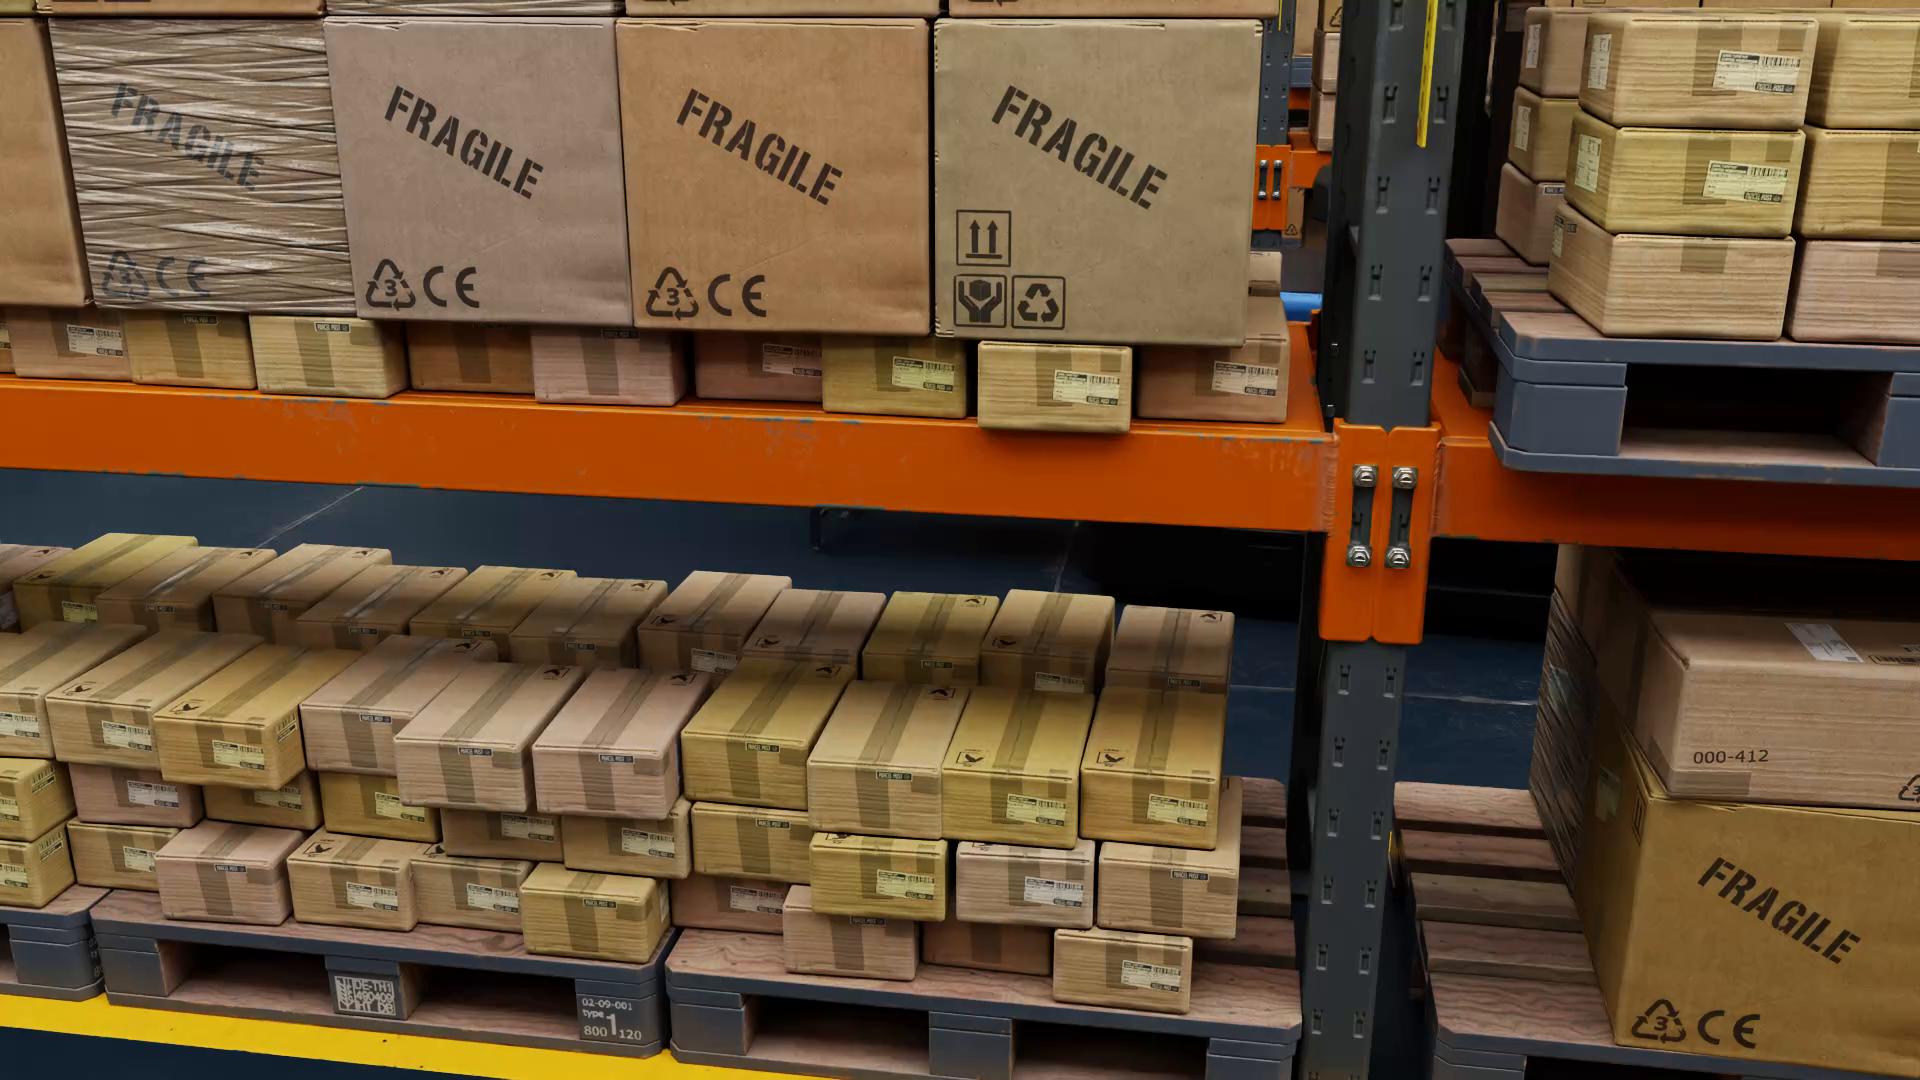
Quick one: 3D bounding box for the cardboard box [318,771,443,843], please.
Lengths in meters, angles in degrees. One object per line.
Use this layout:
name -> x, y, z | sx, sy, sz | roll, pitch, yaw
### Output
cardboard box -> -1.135, 0.475, 3.517 | 0.250, 0.149, 0.380 | 4, 19, 11

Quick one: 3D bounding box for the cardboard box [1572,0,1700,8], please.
cardboard box -> 2.844, -2.428, 7.099 | 0.500, 0.500, 0.500 | 2, 19, 7

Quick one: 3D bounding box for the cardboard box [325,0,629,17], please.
cardboard box -> -0.753, -1.162, 2.846 | 0.500, 0.500, 0.500 | 3, 19, 10

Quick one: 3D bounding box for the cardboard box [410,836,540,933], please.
cardboard box -> -0.942, 0.648, 3.471 | 0.250, 0.149, 0.380 | 3, 19, 10

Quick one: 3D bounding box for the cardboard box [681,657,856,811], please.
cardboard box -> -0.374, 0.380, 3.332 | 0.250, 0.149, 0.380 | 4, 19, 10

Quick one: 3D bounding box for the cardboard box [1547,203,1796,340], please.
cardboard box -> 1.084, -0.422, 2.570 | 0.250, 0.149, 0.380 | 2, 19, 6

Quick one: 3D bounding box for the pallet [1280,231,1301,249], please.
pallet -> 3.046, -2.265, 12.741 | 1.213, 0.211, 1.003 | 3, 19, 9

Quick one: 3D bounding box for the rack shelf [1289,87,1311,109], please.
rack shelf -> 4.212, -3.175, 12.199 | 4.000, 0.370, 1.077 | 3, 19, 9

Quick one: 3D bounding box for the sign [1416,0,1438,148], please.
sign -> 0.690, -0.746, 2.441 | 0.005, 0.325, 0.100 | 3, 19, 9

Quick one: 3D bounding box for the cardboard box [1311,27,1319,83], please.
cardboard box -> 1.927, -2.282, 7.843 | 0.500, 0.250, 0.500 | 3, 19, 9

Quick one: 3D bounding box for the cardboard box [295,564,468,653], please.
cardboard box -> -1.341, 0.192, 3.896 | 0.250, 0.149, 0.380 | 2, 19, 7

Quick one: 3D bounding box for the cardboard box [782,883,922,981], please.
cardboard box -> -0.187, 0.702, 3.310 | 0.250, 0.149, 0.380 | 2, 19, 7

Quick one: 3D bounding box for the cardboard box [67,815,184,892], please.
cardboard box -> -1.695, 0.601, 3.612 | 0.250, 0.149, 0.380 | 3, 19, 9

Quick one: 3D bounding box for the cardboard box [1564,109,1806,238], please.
cardboard box -> 1.084, -0.563, 2.523 | 0.250, 0.149, 0.380 | 3, 19, 10

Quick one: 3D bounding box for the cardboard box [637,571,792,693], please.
cardboard box -> -0.559, 0.209, 3.846 | 0.250, 0.149, 0.380 | 3, 19, 10

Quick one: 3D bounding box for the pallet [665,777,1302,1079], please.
pallet -> 0.099, 0.794, 3.598 | 1.213, 0.211, 1.003 | 3, 19, 9

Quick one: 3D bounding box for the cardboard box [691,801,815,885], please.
cardboard box -> -0.362, 0.529, 3.358 | 0.250, 0.149, 0.380 | 3, 19, 9

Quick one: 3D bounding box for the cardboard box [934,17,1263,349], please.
cardboard box -> 0.246, -0.630, 2.832 | 0.500, 0.500, 0.500 | 3, 19, 9

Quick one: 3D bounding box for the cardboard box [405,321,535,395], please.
cardboard box -> -0.843, -0.393, 3.147 | 0.250, 0.149, 0.380 | 3, 19, 8

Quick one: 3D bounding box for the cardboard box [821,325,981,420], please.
cardboard box -> -0.077, -0.339, 2.984 | 0.250, 0.149, 0.380 | 4, 19, 11

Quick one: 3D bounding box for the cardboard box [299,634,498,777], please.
cardboard box -> -1.152, 0.339, 3.456 | 0.250, 0.149, 0.380 | 3, 19, 9

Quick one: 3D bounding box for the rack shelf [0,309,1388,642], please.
rack shelf -> -1.206, -0.265, 3.502 | 4.000, 0.370, 1.077 | 3, 19, 9

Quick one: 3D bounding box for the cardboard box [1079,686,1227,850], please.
cardboard box -> 0.376, 0.429, 3.188 | 0.250, 0.149, 0.380 | 3, 19, 10

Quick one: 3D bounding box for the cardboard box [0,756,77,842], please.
cardboard box -> -1.951, 0.474, 3.520 | 0.250, 0.149, 0.380 | 4, 19, 10

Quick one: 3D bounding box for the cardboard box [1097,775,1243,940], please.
cardboard box -> 0.407, 0.590, 3.175 | 0.250, 0.149, 0.380 | 3, 19, 10

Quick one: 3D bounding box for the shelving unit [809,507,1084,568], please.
shelving unit -> 0.005, -0.719, 6.089 | 1.048, 1.500, 0.538 | 4, 19, 11

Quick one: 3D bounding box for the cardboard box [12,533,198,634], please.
cardboard box -> -2.103, 0.115, 4.126 | 0.250, 0.149, 0.380 | 3, 19, 7

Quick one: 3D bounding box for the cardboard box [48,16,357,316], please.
cardboard box -> -1.263, -0.715, 3.086 | 0.500, 0.500, 0.500 | 2, 19, 7

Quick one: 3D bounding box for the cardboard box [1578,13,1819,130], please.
cardboard box -> 1.084, -0.704, 2.476 | 0.250, 0.149, 0.380 | 4, 19, 11

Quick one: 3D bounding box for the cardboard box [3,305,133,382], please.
cardboard box -> -1.618, -0.426, 3.245 | 0.250, 0.149, 0.380 | 3, 19, 8

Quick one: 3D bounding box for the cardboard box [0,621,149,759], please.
cardboard box -> -1.940, 0.312, 3.537 | 0.250, 0.149, 0.380 | 2, 19, 6

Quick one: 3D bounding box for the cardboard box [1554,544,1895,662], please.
cardboard box -> 1.544, 0.083, 3.423 | 0.500, 0.250, 0.500 | 2, 19, 7

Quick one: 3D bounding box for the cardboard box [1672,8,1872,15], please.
cardboard box -> 1.461, -0.896, 3.049 | 0.250, 0.149, 0.380 | 2, 19, 7

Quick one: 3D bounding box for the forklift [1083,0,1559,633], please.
forklift -> 1.999, -1.227, 5.350 | 3.031, 2.935, 1.130 | 5, 19, 14

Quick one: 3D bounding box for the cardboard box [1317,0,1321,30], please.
cardboard box -> 1.935, -2.639, 7.731 | 0.500, 0.500, 0.500 | 4, 19, 10

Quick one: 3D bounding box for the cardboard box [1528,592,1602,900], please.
cardboard box -> 1.539, 0.439, 3.542 | 0.500, 0.500, 0.500 | 3, 19, 8

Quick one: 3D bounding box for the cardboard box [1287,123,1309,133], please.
cardboard box -> 2.559, -2.997, 12.319 | 0.250, 0.149, 0.380 | 3, 19, 8

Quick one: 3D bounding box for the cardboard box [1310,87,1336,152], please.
cardboard box -> 1.846, -1.886, 7.448 | 0.500, 0.250, 0.500 | 2, 19, 7

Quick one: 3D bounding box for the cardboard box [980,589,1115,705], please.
cardboard box -> 0.198, 0.250, 3.721 | 0.250, 0.149, 0.380 | 4, 19, 11
